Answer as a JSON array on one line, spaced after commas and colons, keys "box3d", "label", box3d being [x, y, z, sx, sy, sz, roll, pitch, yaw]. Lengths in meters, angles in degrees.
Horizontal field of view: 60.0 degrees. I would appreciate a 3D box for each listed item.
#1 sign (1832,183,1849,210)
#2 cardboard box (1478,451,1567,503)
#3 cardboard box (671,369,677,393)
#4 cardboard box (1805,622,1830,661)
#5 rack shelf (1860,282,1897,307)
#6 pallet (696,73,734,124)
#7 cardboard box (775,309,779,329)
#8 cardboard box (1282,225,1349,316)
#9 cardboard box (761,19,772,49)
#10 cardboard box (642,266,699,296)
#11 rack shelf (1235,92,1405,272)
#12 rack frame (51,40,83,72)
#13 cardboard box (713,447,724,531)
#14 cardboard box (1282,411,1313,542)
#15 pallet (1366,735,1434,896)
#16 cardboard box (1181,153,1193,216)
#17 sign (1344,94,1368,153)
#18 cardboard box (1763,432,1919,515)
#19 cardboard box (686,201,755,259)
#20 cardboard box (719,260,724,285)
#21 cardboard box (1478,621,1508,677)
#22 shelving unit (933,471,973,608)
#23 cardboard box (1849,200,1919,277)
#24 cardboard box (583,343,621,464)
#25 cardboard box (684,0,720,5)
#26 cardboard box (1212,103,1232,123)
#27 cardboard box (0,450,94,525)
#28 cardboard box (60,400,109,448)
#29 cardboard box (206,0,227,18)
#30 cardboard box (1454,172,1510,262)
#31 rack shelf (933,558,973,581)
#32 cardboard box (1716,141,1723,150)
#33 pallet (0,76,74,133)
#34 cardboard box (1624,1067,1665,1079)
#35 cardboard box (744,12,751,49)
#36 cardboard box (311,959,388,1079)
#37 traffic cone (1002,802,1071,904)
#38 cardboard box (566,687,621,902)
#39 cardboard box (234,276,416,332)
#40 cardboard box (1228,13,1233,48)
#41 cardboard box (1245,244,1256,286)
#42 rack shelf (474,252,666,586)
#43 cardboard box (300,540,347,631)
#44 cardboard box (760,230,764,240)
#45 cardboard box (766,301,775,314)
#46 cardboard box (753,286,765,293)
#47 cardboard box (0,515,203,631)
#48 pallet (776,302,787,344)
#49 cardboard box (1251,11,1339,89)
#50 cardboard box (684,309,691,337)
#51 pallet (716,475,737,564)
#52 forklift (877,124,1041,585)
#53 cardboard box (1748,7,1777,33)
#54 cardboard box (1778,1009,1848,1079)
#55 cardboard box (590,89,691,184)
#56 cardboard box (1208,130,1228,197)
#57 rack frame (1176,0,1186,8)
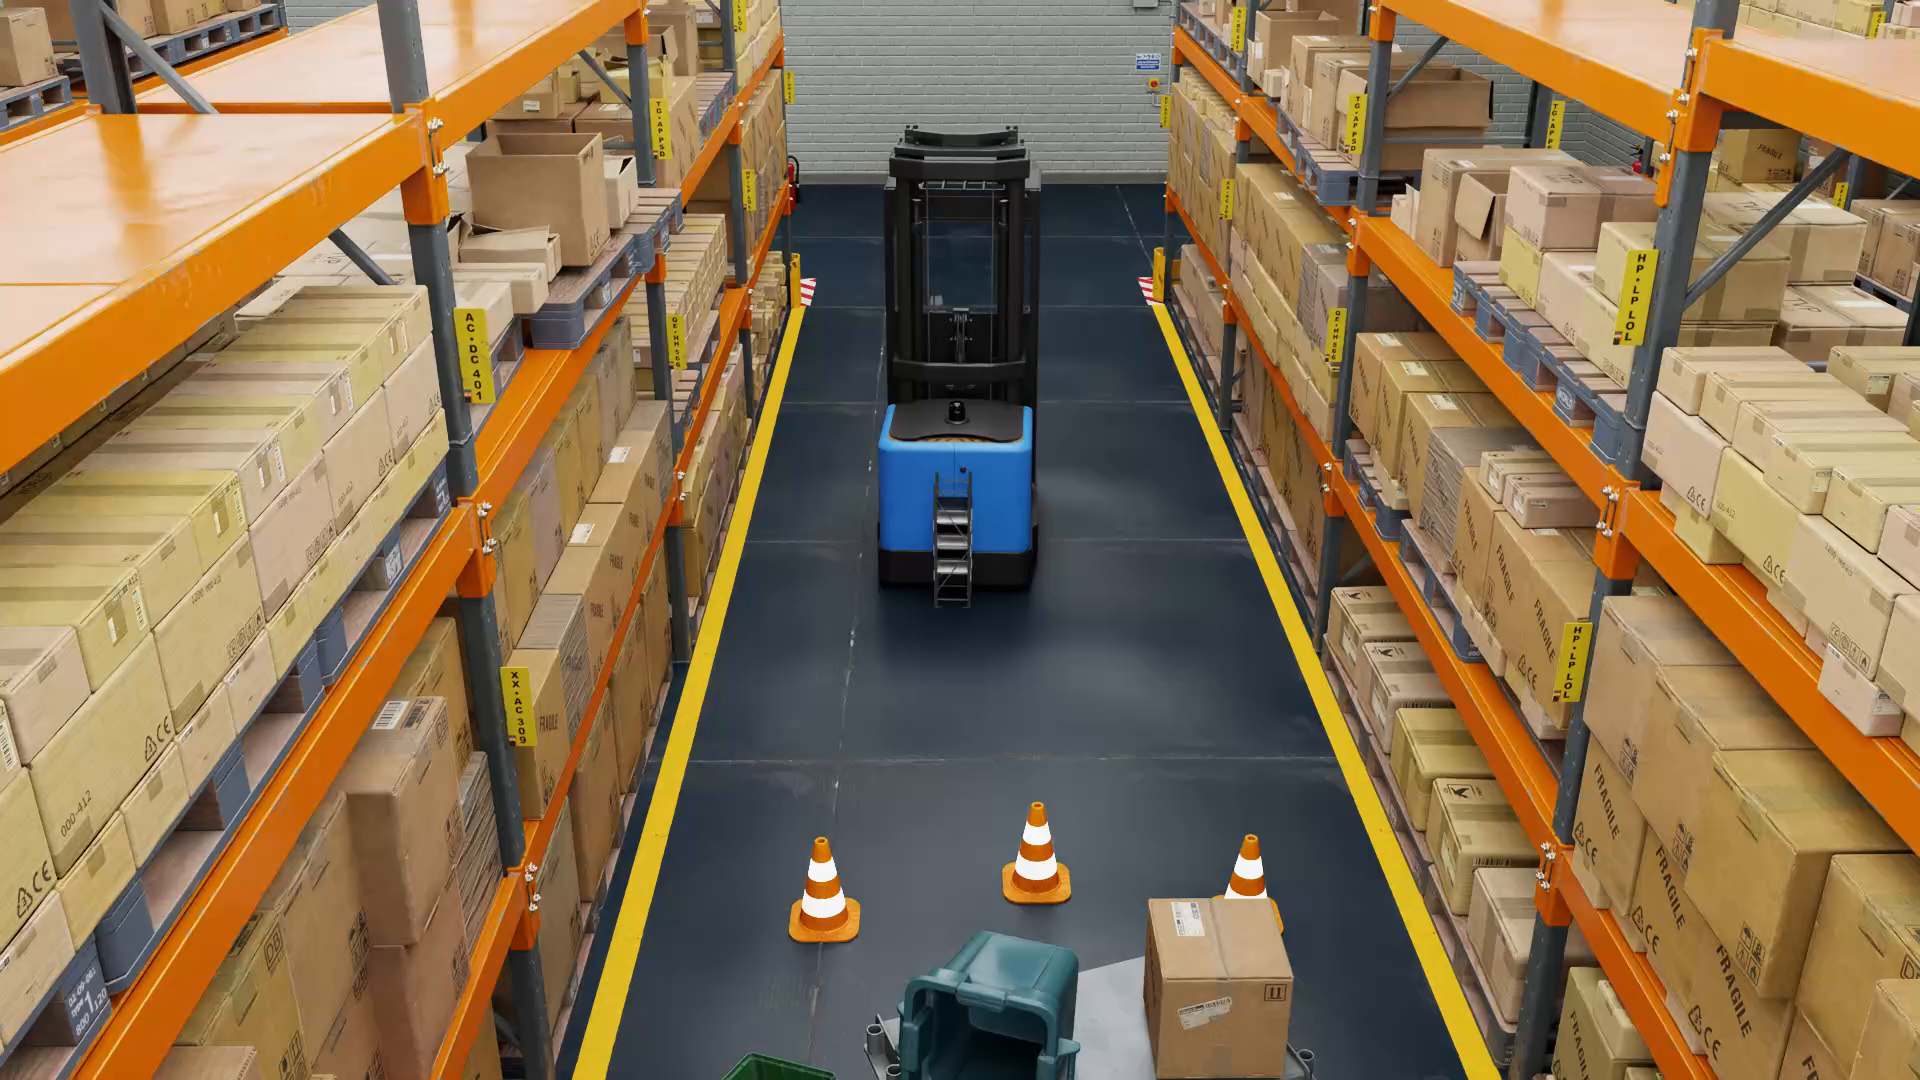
[{"box3d": [7.132, -2.736, 13.491, 0.100, 0.325, 0.005, 0, 24, -1], "label": "sign"}, {"box3d": [2.521, -0.280, 7.334, 0.380, 0.149, 0.250, -1, 24, -3], "label": "cardboard box"}, {"box3d": [-1.999, -0.983, 10.463, 0.380, 0.149, 0.250, 1, 24, 2], "label": "cardboard box"}, {"box3d": [2.572, 0.274, 4.552, 0.380, 0.149, 0.250, -1, 24, -2], "label": "cardboard box"}, {"box3d": [7.697, -1.195, 12.008, 1.077, 0.370, 4.000, 0, 24, -1], "label": "rack shelf"}, {"box3d": [-2.337, -3.285, 12.345, 1.213, 0.211, 1.003, 0, 24, -1], "label": "pallet"}, {"box3d": [-1.964, -2.162, 16.225, 0.380, 0.149, 0.250, -1, 24, -3], "label": "cardboard box"}, {"box3d": [2.475, -1.804, 11.147, 0.500, 0.500, 0.500, 0, 24, -1], "label": "cardboard box"}, {"box3d": [-2.006, -4.605, 15.217, 0.500, 0.250, 0.500, 1, 24, 2], "label": "cardboard box"}, {"box3d": [-2.020, -1.794, 11.534, 0.380, 0.149, 0.250, -1, 24, -1], "label": "cardboard box"}, {"box3d": [2.733, -2.538, 11.337, 1.077, 0.370, 4.000, 0, 24, -1], "label": "rack shelf"}, {"box3d": [-7.198, -5.012, 12.295, 1.000, 3.000, 0.127, 0, 24, -1], "label": "rack frame"}, {"box3d": [-1.965, -0.374, 11.845, 0.500, 0.500, 0.500, -1, 24, -2], "label": "cardboard box"}, {"box3d": [2.825, -0.550, 11.779, 0.875, 0.875, 0.875, 0, 24, 0], "label": "cardboard box"}, {"box3d": [2.773, 1.419, 8.739, 1.003, 0.211, 1.213, 0, 24, -1], "label": "pallet"}, {"box3d": [2.407, -3.400, 15.889, 0.500, 0.500, 0.500, 0, 24, -1], "label": "cardboard box"}, {"box3d": [2.200, -2.314, 9.246, 0.100, 0.325, 0.005, 0, 24, -1], "label": "sign"}, {"box3d": [2.478, -0.186, 4.603, 0.380, 0.149, 0.250, 0, 24, -1], "label": "cardboard box"}, {"box3d": [-1.990, -2.645, 13.860, 0.500, 0.500, 0.500, -1, 24, -2], "label": "cardboard box"}, {"box3d": [-2.031, -2.066, 12.857, 0.380, 0.149, 0.250, 0, 24, 0], "label": "cardboard box"}, {"box3d": [2.493, 0.471, 7.247, 0.380, 0.149, 0.250, -1, 24, -1], "label": "cardboard box"}, {"box3d": [-0.046, 0.002, 11.038, 0.258, 0.900, 0.210, 1, 24, 2], "label": "shelving unit"}, {"box3d": [7.457, -2.383, 13.132, 0.700, 0.500, 0.500, 0, 24, 1], "label": "cardboard box"}, {"box3d": [-2.192, -0.718, 8.747, 0.700, 0.500, 0.500, -1, 24, -1], "label": "cardboard box"}, {"box3d": [-2.027, -4.303, 13.459, 0.380, 0.149, 0.250, -1, 24, -1], "label": "cardboard box"}, {"box3d": [2.439, -3.772, 14.712, 0.380, 0.149, 0.250, -1, 24, -2], "label": "cardboard box"}, {"box3d": [-2.411, -0.015, 4.076, 0.500, 0.250, 0.500, -1, 24, -1], "label": "cardboard box"}, {"box3d": [-2.476, -0.349, 4.332, 0.380, 0.149, 0.250, -1, 24, -1], "label": "cardboard box"}, {"box3d": [-7.297, -5.129, 15.442, 0.700, 0.500, 0.500, -1, 24, -2], "label": "cardboard box"}, {"box3d": [2.800, -1.460, 7.956, 0.797, 0.503, 0.637, 0, 24, -1], "label": "cardboard box"}, {"box3d": [-0.046, 0.196, 11.126, 0.258, 0.077, 0.200, 1, 24, 2], "label": "rack shelf"}, {"box3d": [7.902, -3.874, 16.880, 0.500, 0.250, 0.500, 0, 24, 1], "label": "cardboard box"}, {"box3d": [-7.139, -3.180, 12.117, 0.805, 0.209, 1.217, -1, 24, -3], "label": "pallet"}, {"box3d": [2.553, 2.158, 5.638, 0.500, 0.500, 0.500, 1, 24, 2], "label": "cardboard box"}, {"box3d": [-2.003, -4.190, 13.693, 0.500, 0.250, 0.500, 0, 24, -1], "label": "cardboard box"}, {"box3d": [-2.217, 1.571, 4.838, 0.875, 0.550, 0.550, 0, 24, -1], "label": "cardboard box"}, {"box3d": [0.382, 1.510, 8.234, 0.336, 0.463, 0.334, 0, 24, -1], "label": "traffic cone"}, {"box3d": [-2.253, 1.218, 8.020, 1.050, 0.750, 0.750, 0, 24, -1], "label": "cardboard box"}, {"box3d": [-2.317, -0.788, 6.147, 0.500, 0.250, 0.500, 0, 24, 0], "label": "cardboard box"}, {"box3d": [2.385, -4.127, 13.511, 0.396, 0.266, 0.258, 1, 24, 1], "label": "cardboard box"}, {"box3d": [2.468, -2.085, 12.679, 0.500, 0.250, 0.500, 0, 24, 0], "label": "cardboard box"}, {"box3d": [-2.172, -0.826, 7.552, 1.077, 0.370, 4.000, 0, 24, -1], "label": "rack shelf"}, {"box3d": [-1.815, 0.115, 4.272, 0.380, 0.149, 0.250, 0, 24, 0], "label": "cardboard box"}, {"box3d": [-1.976, -2.805, 15.001, 0.380, 0.149, 0.250, 1, 24, 2], "label": "cardboard box"}, {"box3d": [-1.979, -2.186, 15.915, 0.380, 0.149, 0.250, 1, 24, 2], "label": "cardboard box"}, {"box3d": [-2.056, -2.317, 15.845, 0.380, 0.149, 0.250, -1, 24, -2], "label": "cardboard box"}, {"box3d": [-1.807, 0.065, 3.416, 0.380, 0.149, 0.250, 0, 24, 0], "label": "cardboard box"}, {"box3d": [-2.306, -2.271, 16.897, 1.003, 0.211, 1.213, 0, 24, -1], "label": "pallet"}, {"box3d": [2.431, -3.562, 12.098, 0.500, 0.500, 0.500, -1, 24, -2], "label": "cardboard box"}, {"box3d": [-2.014, -1.452, 11.137, 0.380, 0.149, 0.250, 0, 24, 0], "label": "cardboard box"}, {"box3d": [-2.211, -0.164, 12.239, 1.003, 0.211, 1.213, 0, 24, -1], "label": "pallet"}, {"box3d": [0.028, -1.594, 12.102, 1.130, 2.935, 3.031, 1, 24, 2], "label": "forklift"}, {"box3d": [7.411, -4.611, 14.871, 0.500, 0.250, 0.500, -1, 24, -1], "label": "cardboard box"}, {"box3d": [2.572, 1.597, 4.480, 0.500, 0.500, 0.500, 0, 24, 0], "label": "cardboard box"}, {"box3d": [-1.946, -2.466, 10.183, 0.500, 0.500, 0.500, 0, 24, -1], "label": "cardboard box"}, {"box3d": [2.433, -3.226, 14.292, 0.500, 0.500, 0.500, -1, 24, -1], "label": "cardboard box"}, {"box3d": [2.668, -6.705, 16.038, 1.000, 3.000, 0.127, 0, 24, -1], "label": "rack frame"}]
